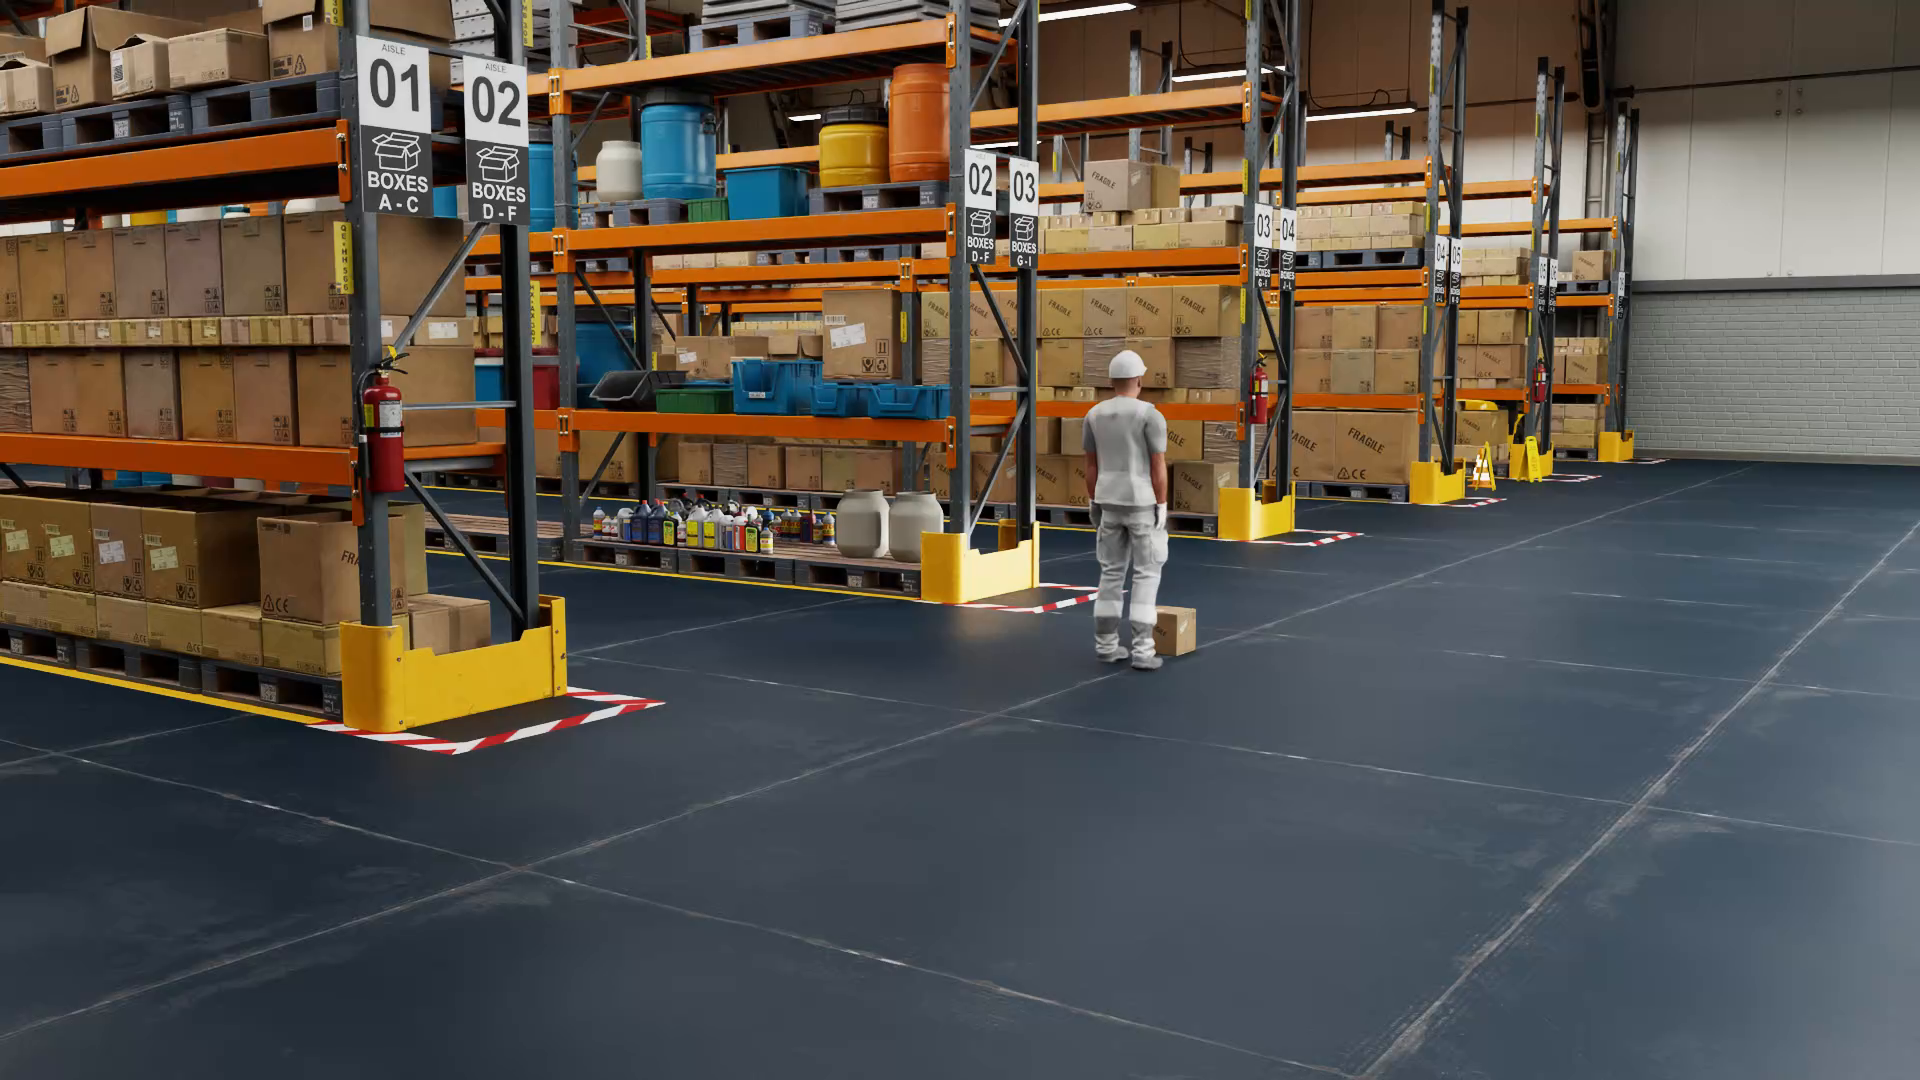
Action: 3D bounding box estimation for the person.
[{"bbox_3d":[0.956,-0.171,9.461,0.524,1.804,0.344,4,8,35],"label":"person"}]
